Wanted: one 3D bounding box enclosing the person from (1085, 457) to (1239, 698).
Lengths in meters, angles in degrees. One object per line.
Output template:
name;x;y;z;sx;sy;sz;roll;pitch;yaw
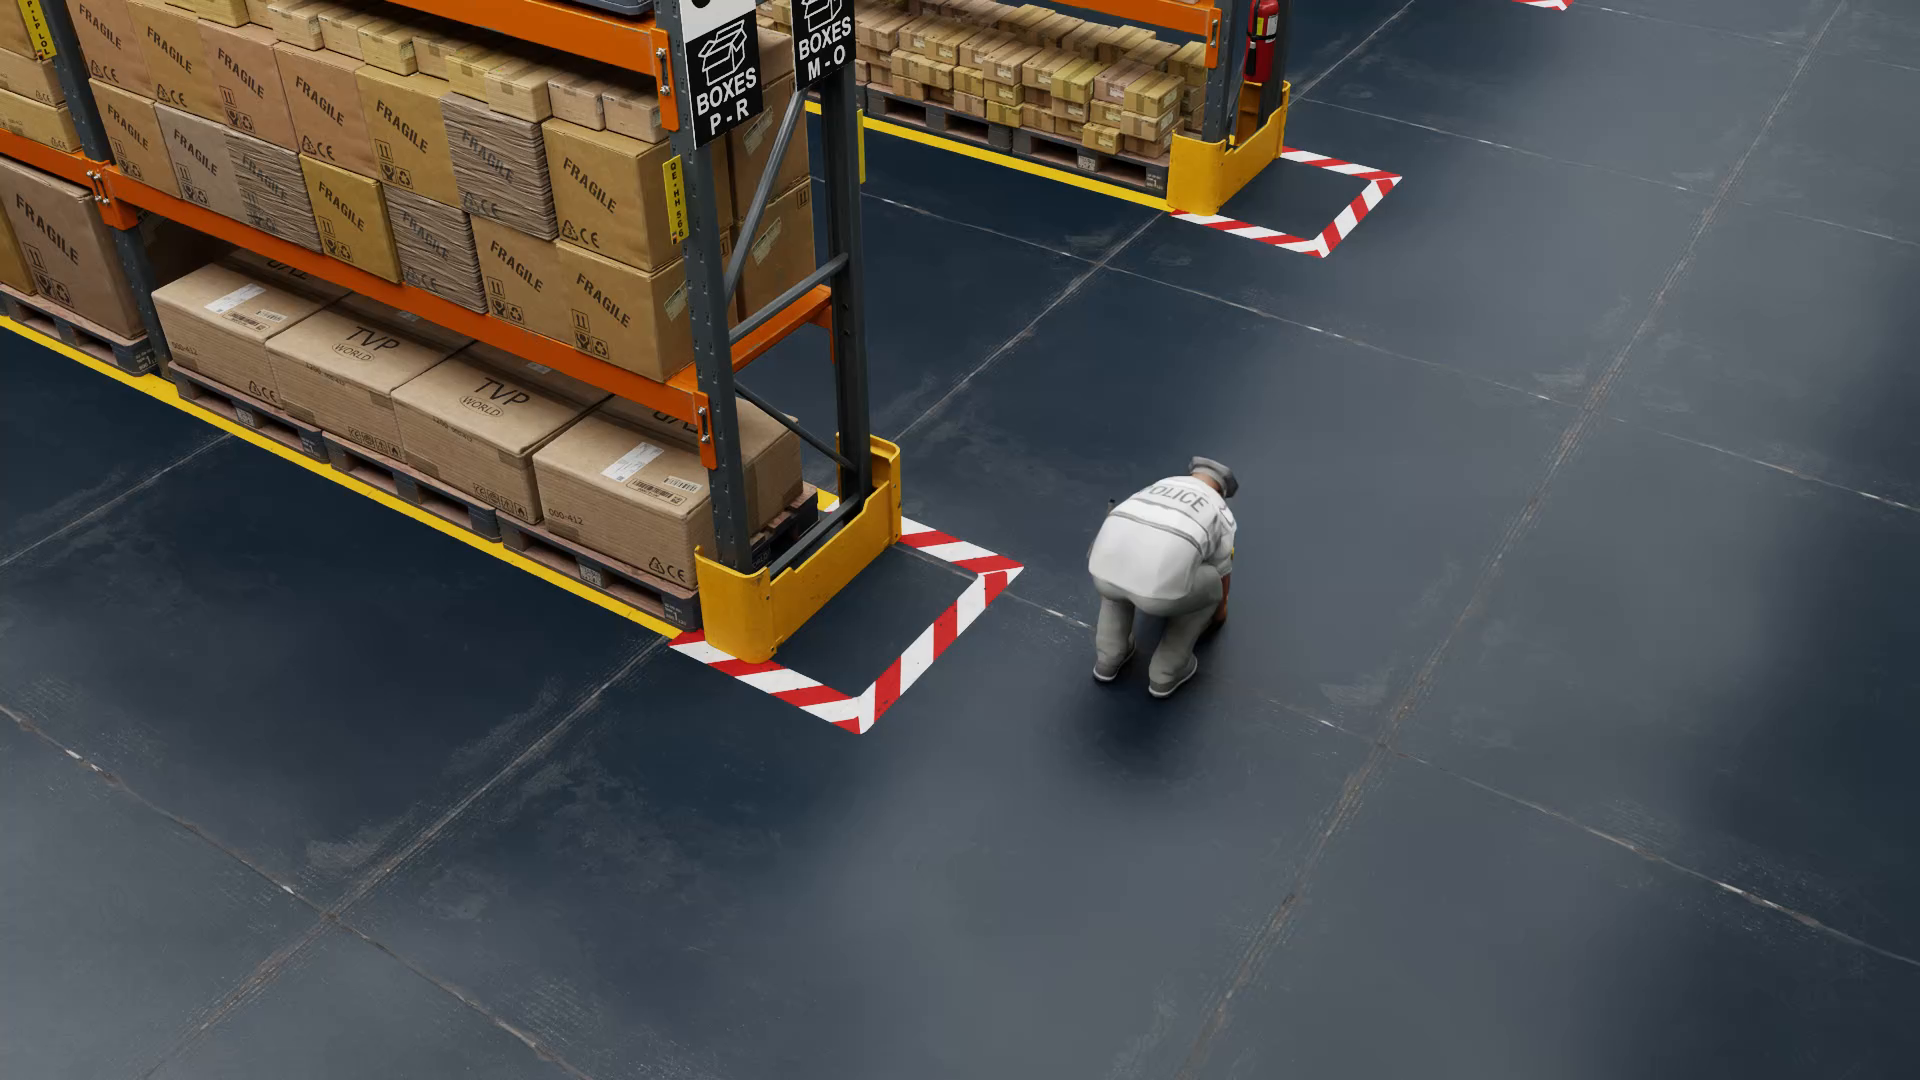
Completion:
person;0.894;0.125;7.175;0.533;0.939;1.023;19;42;23
